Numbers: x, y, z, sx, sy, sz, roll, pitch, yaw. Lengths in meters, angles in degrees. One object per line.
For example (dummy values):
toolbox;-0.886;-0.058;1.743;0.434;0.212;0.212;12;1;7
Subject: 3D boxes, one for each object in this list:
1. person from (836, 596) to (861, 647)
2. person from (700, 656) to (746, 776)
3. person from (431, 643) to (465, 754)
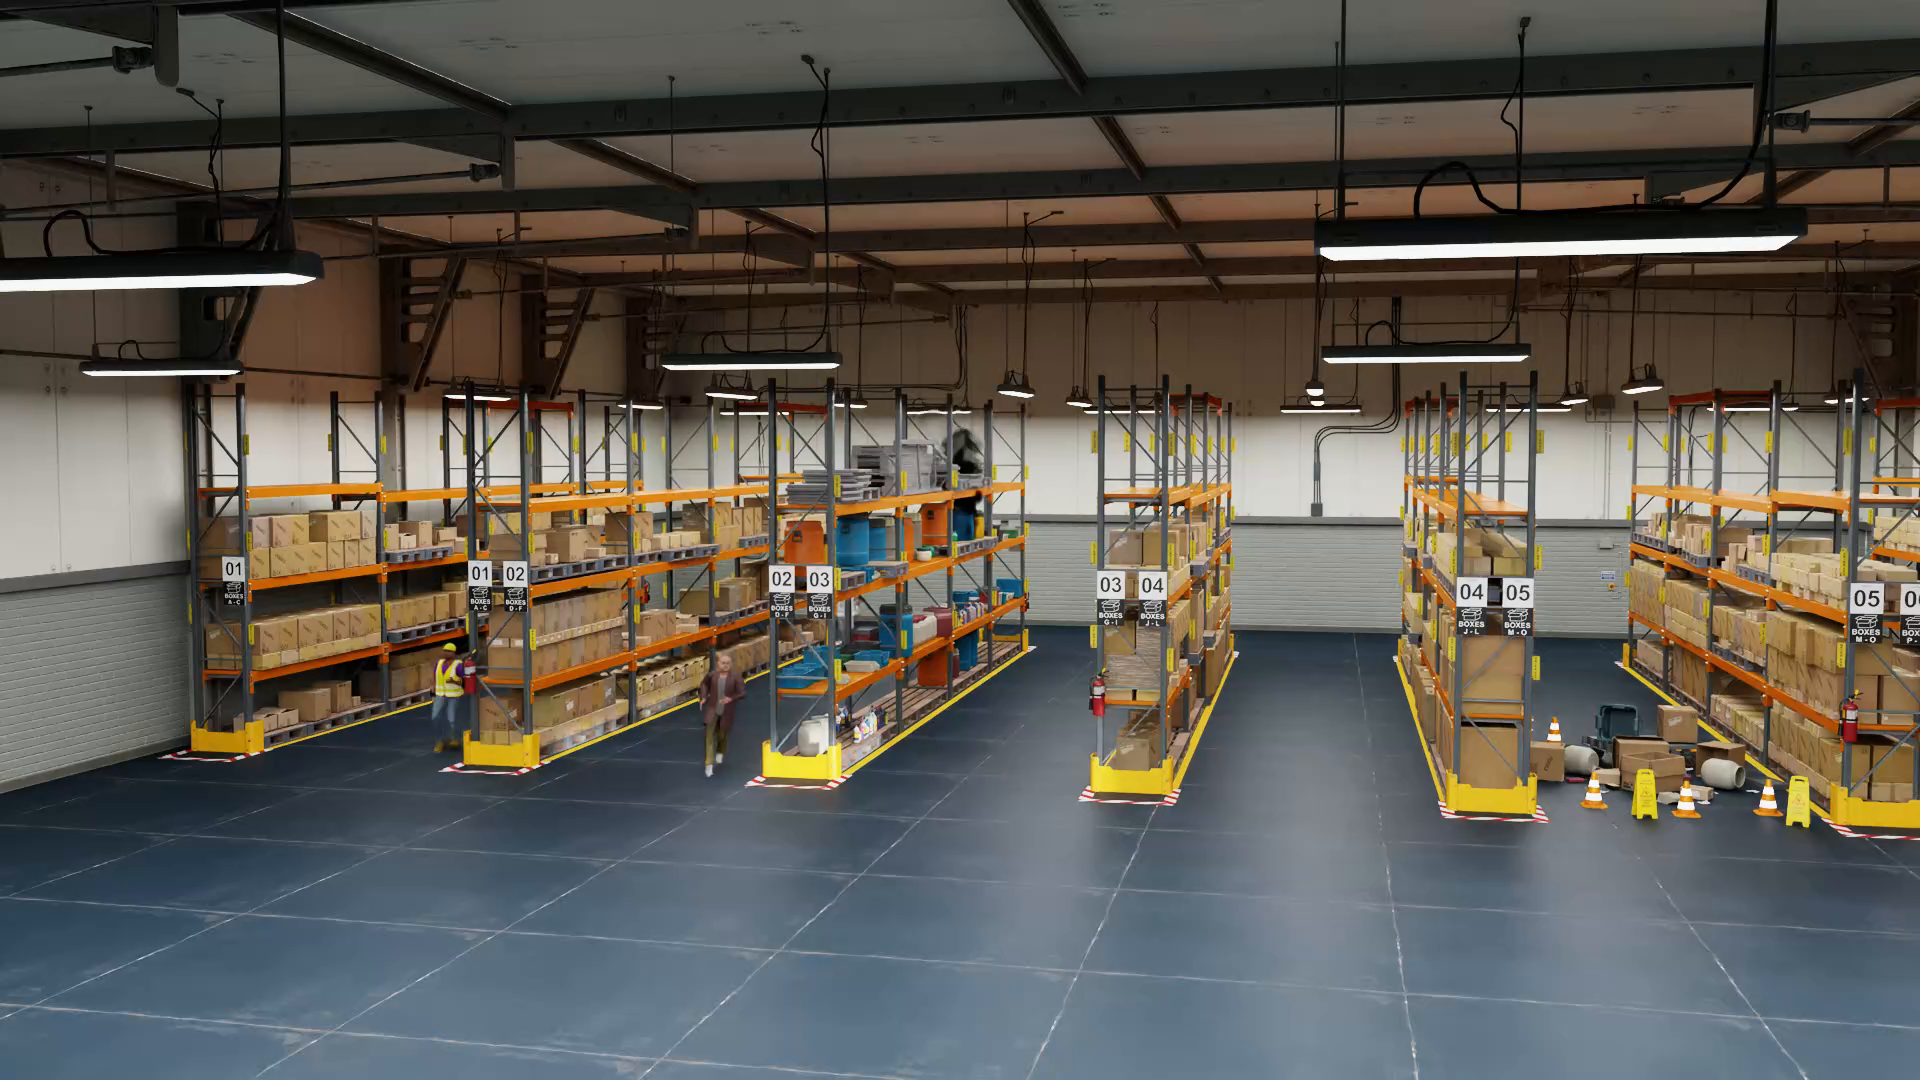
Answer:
person;-2.550;1.733;36.715;0.643;1.881;0.772;0;3;6
person;-3.658;2.672;25.581;0.719;1.803;0.987;0;3;0
person;-8.358;2.575;27.138;0.681;1.800;0.732;0;3;6
